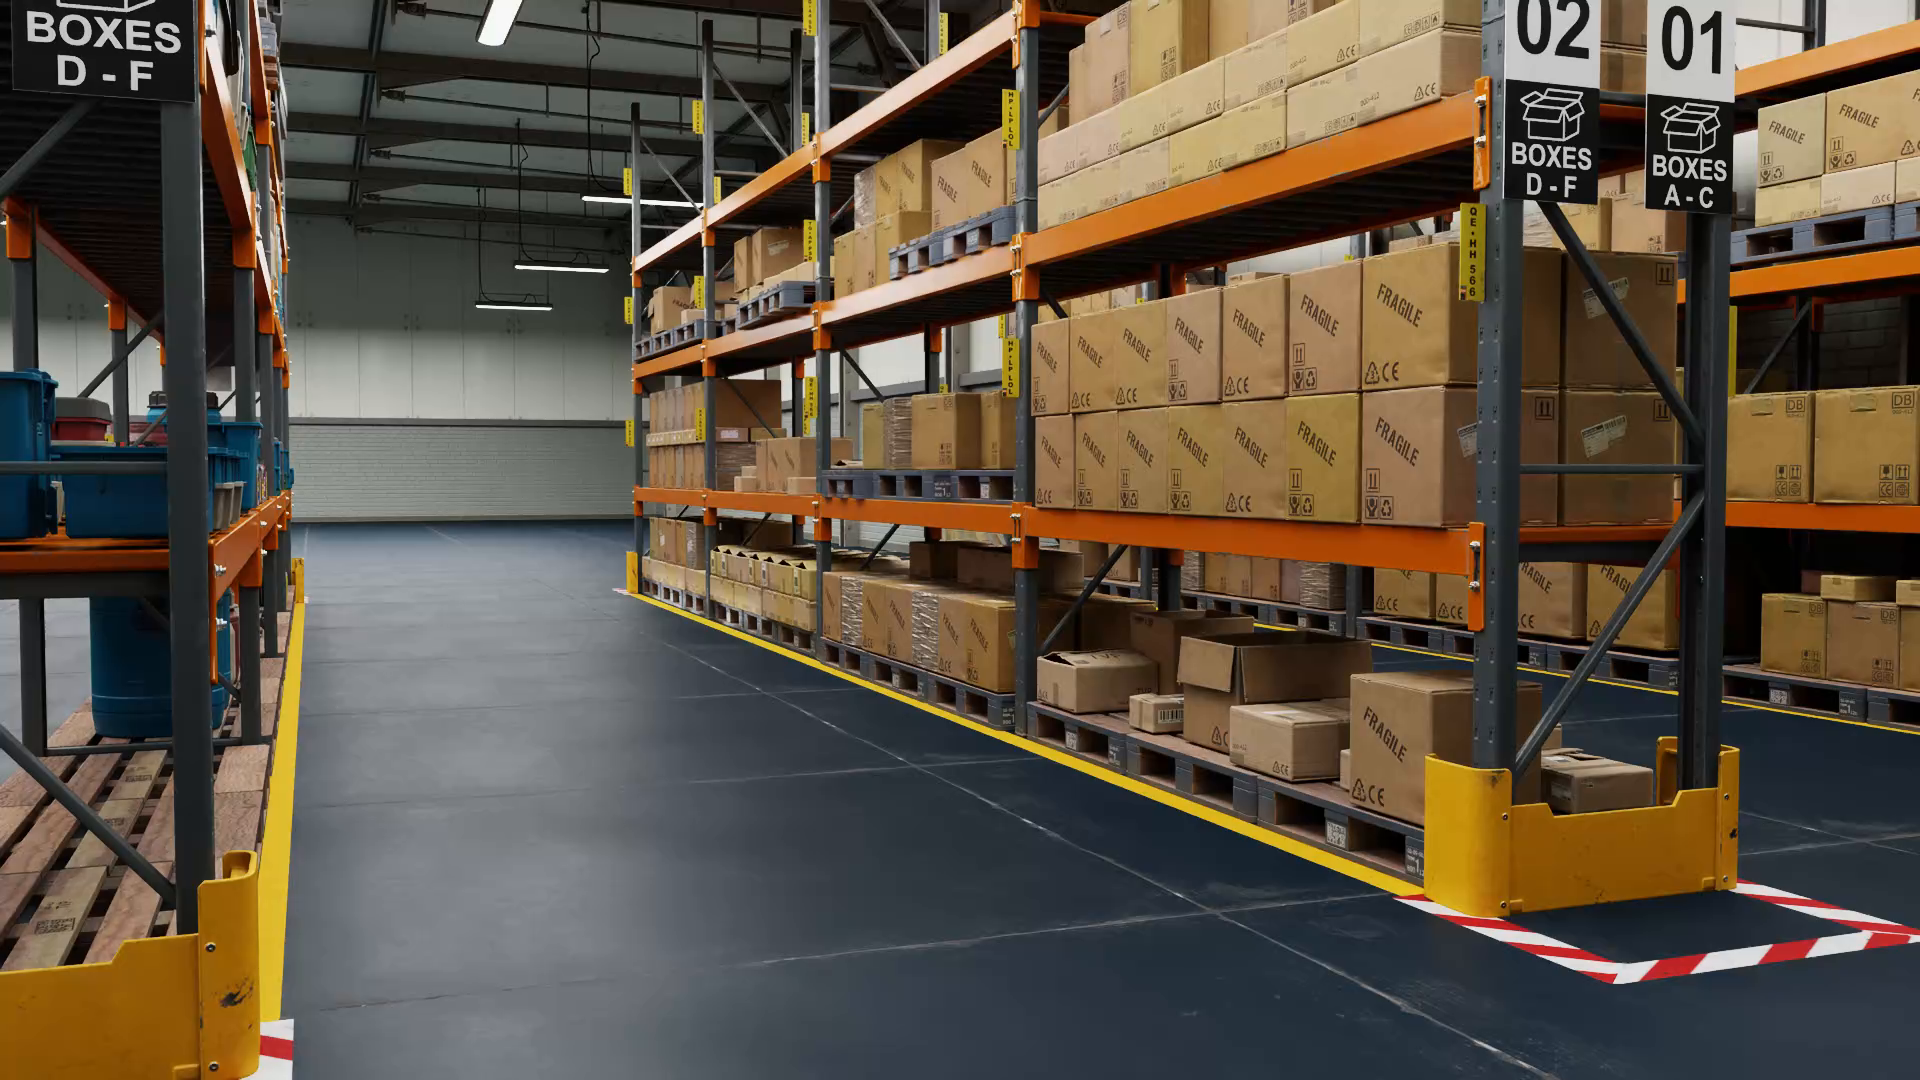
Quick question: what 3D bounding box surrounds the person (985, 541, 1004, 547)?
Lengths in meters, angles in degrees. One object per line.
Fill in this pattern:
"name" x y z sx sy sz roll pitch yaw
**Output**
"person" 0.143 0.407 18.355 0.839 0.810 0.463 -1 3 -22
